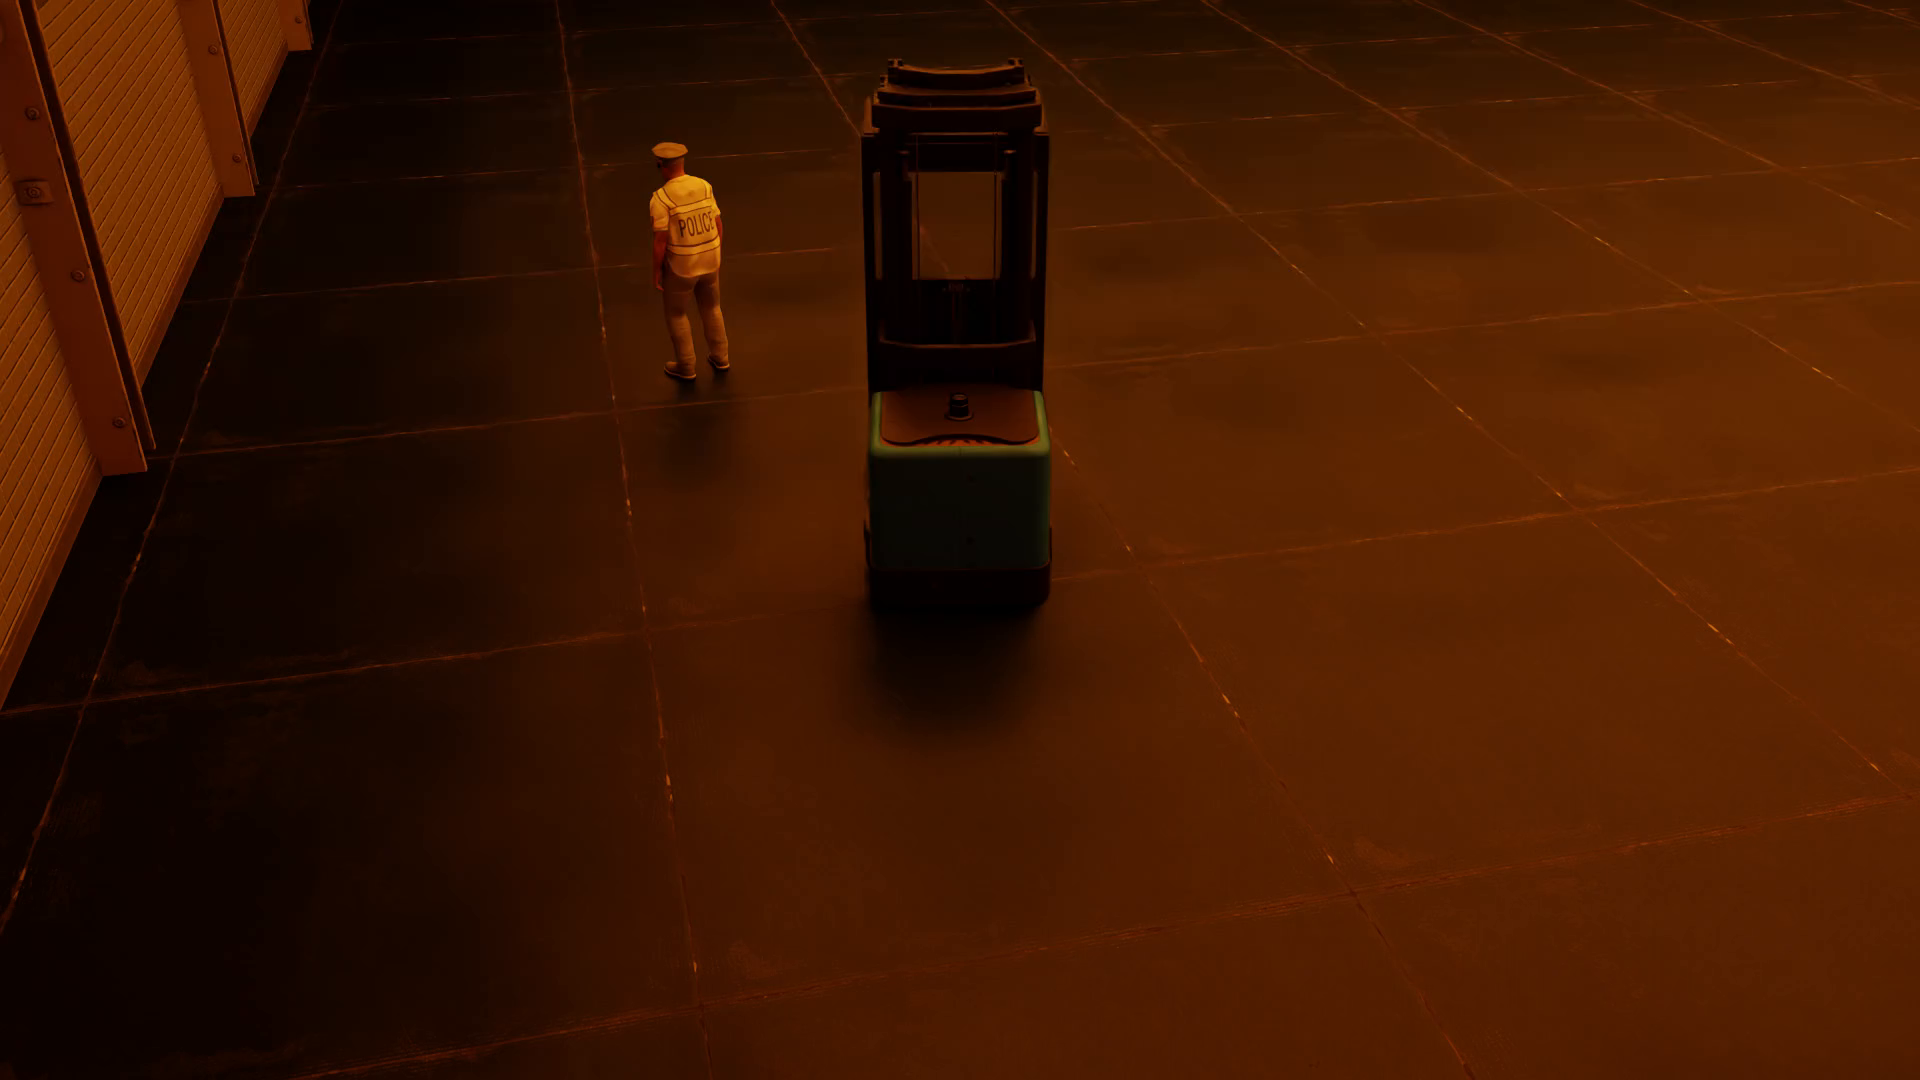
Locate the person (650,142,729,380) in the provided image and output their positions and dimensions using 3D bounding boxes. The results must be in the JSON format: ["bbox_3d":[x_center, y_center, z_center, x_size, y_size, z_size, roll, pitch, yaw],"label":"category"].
[{"bbox_3d":[-1.998,-2.039,12.277,0.600,1.747,0.443,-23,37,-34],"label":"person"}]

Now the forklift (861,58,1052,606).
[{"bbox_3d":[-0.034,-1.586,10.314,1.130,2.935,3.031,-1,30,-1],"label":"forklift"}]
